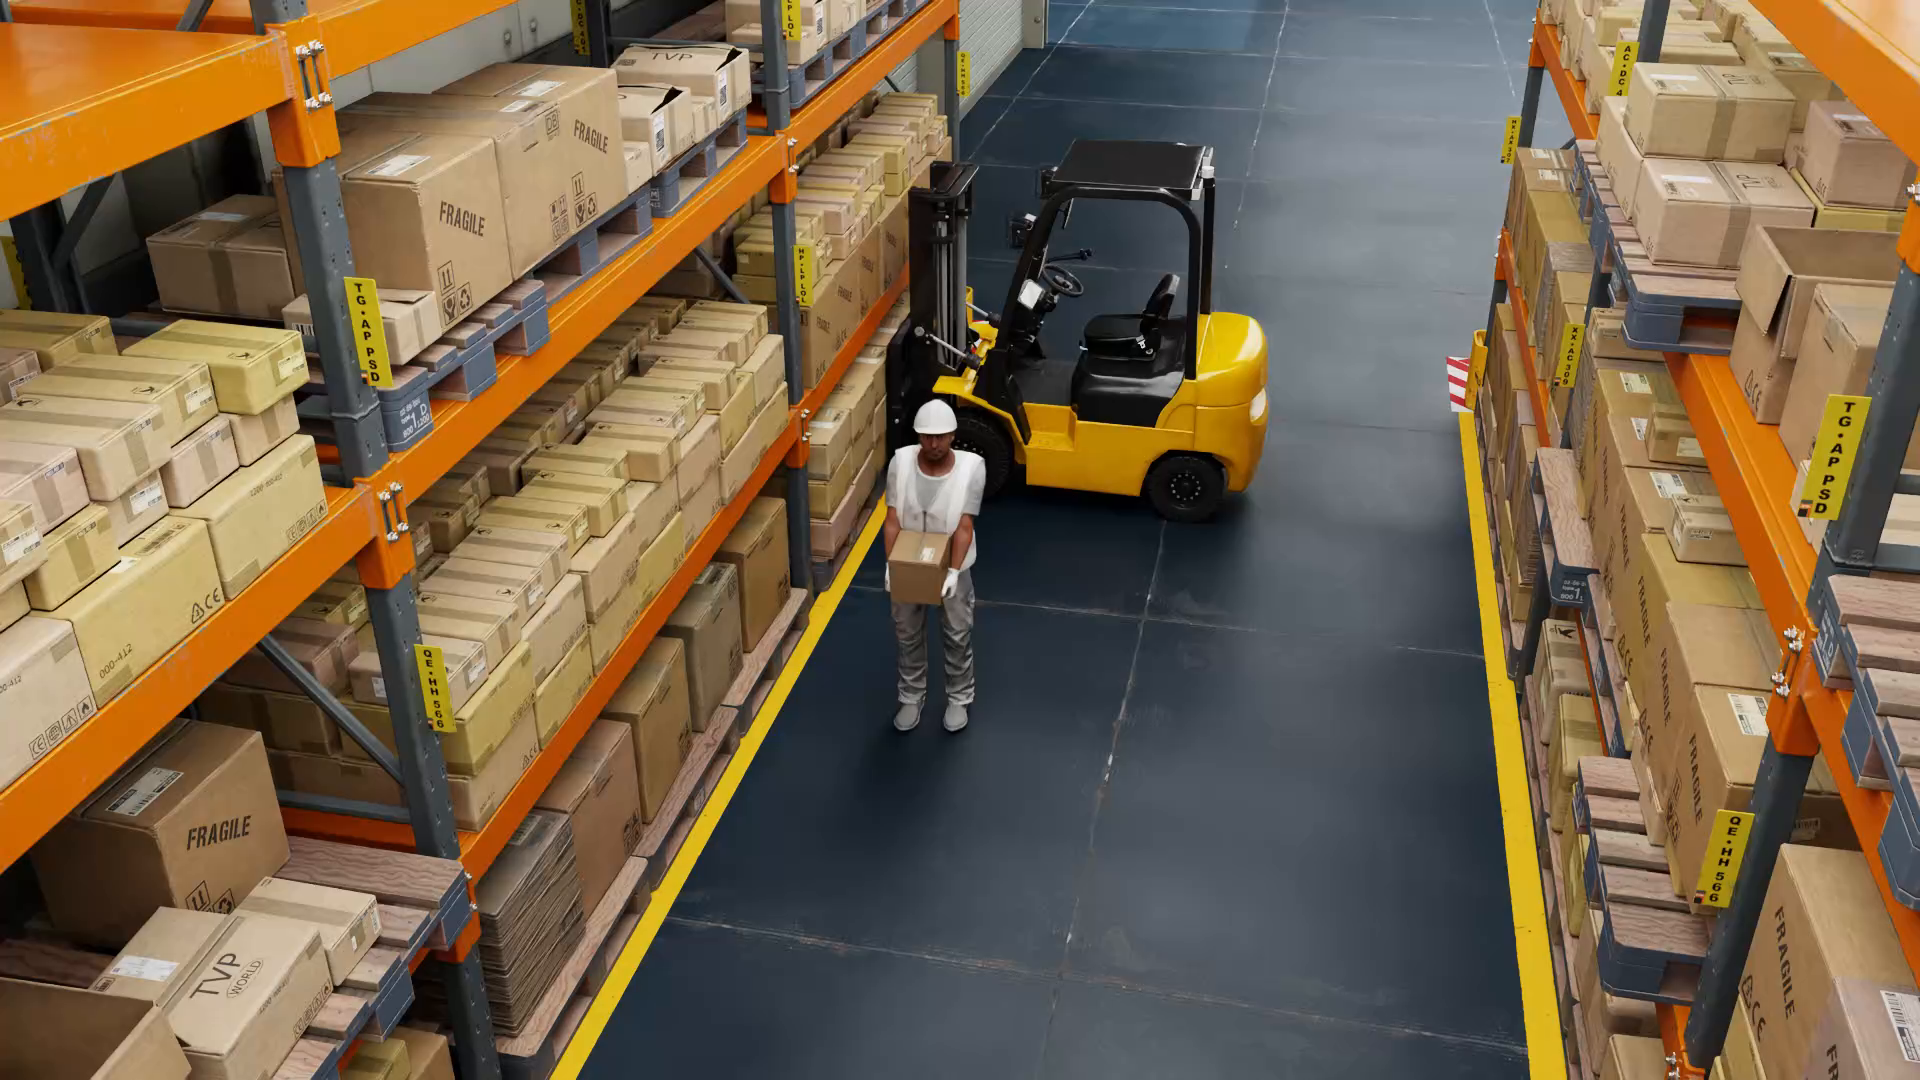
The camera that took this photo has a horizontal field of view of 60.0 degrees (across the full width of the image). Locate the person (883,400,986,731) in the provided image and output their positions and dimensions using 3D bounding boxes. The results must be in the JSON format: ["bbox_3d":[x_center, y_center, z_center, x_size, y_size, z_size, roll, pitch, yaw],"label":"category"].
[{"bbox_3d":[-0.143,0.170,8.288,0.490,1.782,0.578,6,29,10],"label":"person"}]
